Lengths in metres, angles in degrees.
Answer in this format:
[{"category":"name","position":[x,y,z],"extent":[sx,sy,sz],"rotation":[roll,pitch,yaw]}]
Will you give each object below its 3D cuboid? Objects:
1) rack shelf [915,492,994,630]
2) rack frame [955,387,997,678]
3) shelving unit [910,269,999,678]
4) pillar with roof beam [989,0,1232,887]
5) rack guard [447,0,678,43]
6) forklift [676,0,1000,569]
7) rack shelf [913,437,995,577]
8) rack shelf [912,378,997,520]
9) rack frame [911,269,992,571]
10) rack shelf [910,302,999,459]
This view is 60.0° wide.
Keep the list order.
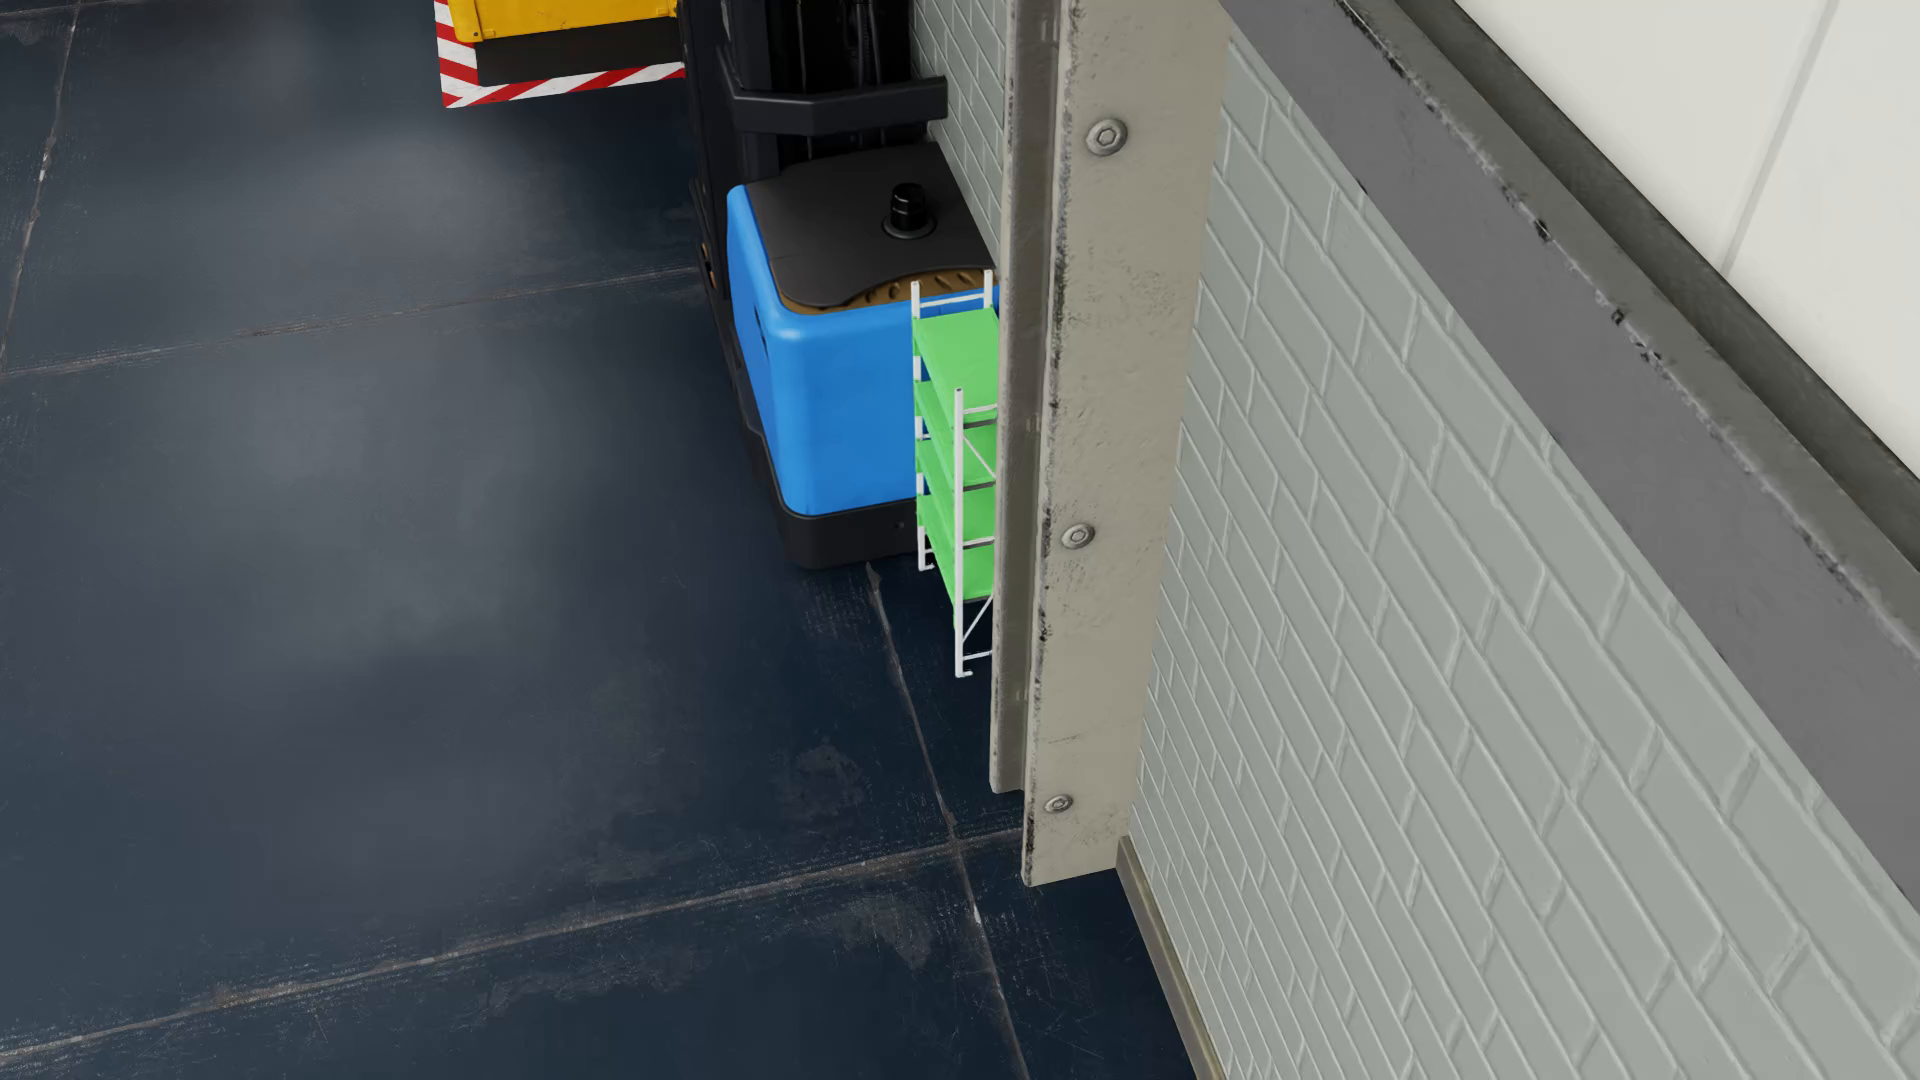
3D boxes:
[{"category":"rack shelf","position":[0.040,0.040,5.296],"extent":[0.258,0.148,0.480],"rotation":[-11,47,-10]},{"category":"rack frame","position":[0.103,-0.005,4.914],"extent":[0.240,1.200,0.015],"rotation":[-11,47,-10]},{"category":"shelving unit","position":[0.040,-0.173,5.079],"extent":[0.258,1.200,0.503],"rotation":[-11,47,-10]},{"category":"pillar with roof beam","position":[-3.875,-1.530,0.949],"extent":[9.100,9.000,0.400],"rotation":[-11,47,-10]},{"category":"rack guard","position":[-1.936,-2.823,8.167],"extent":[1.175,0.500,0.348],"rotation":[-11,47,-10]},{"category":"forklift","position":[-0.446,-2.002,5.660],"extent":[1.130,2.935,3.031],"rotation":[-11,47,-10]},{"category":"rack shelf","position":[0.040,-0.128,5.125],"extent":[0.258,0.148,0.480],"rotation":[-11,47,-10]},{"category":"rack shelf","position":[0.040,-0.296,4.954],"extent":[0.258,0.148,0.480],"rotation":[-11,47,-10]},{"category":"rack frame","position":[-0.023,-0.341,5.244],"extent":[0.240,1.200,0.015],"rotation":[-11,47,-10]},{"category":"rack shelf","position":[0.040,-0.464,4.782],"extent":[0.258,0.148,0.480],"rotation":[-11,47,-10]}]
